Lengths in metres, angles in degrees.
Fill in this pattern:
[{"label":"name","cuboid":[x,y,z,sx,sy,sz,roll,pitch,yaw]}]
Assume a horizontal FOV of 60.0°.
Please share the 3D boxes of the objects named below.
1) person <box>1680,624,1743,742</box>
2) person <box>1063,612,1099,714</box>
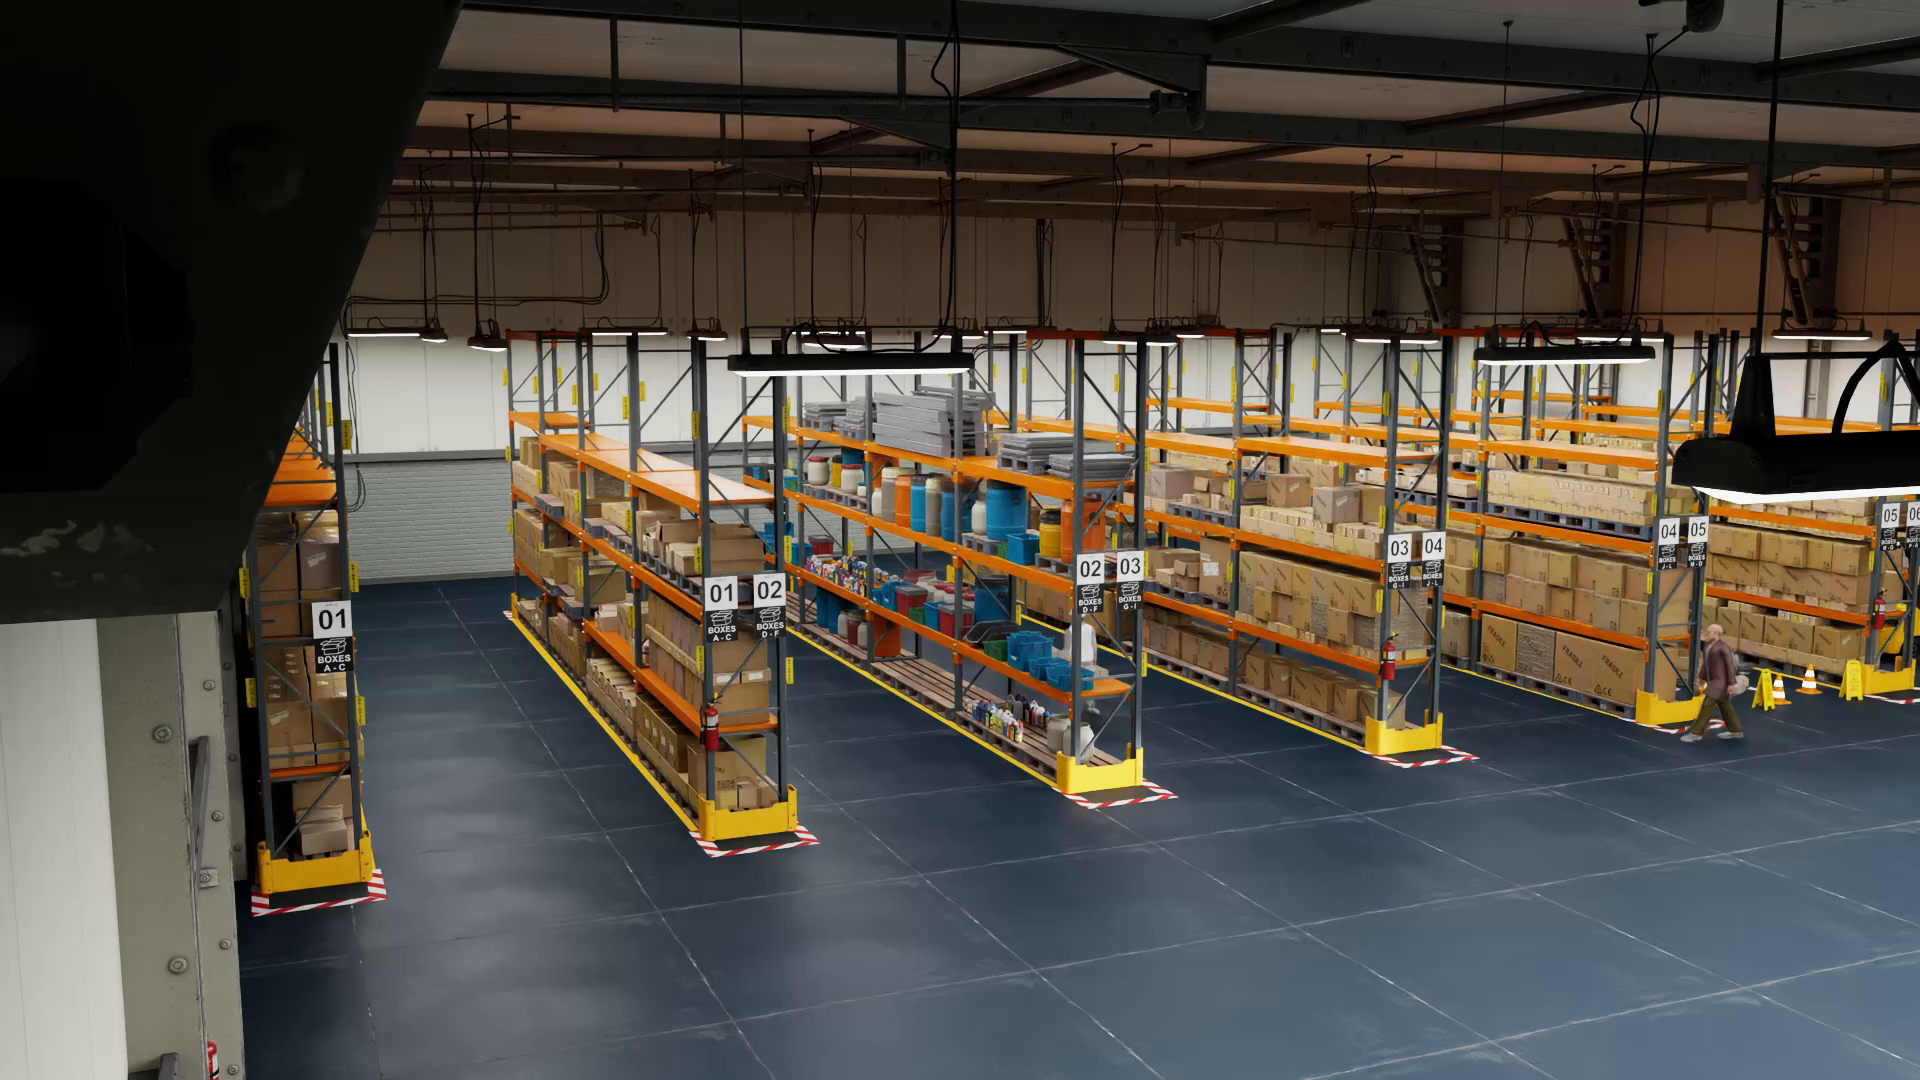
[{"label":"person","cuboid":[11.169,2.104,24.672,0.996,1.734,0.618,0,8,3]},{"label":"person","cuboid":[1.898,1.914,26.133,0.572,1.773,0.535,-2,8,-13]}]
